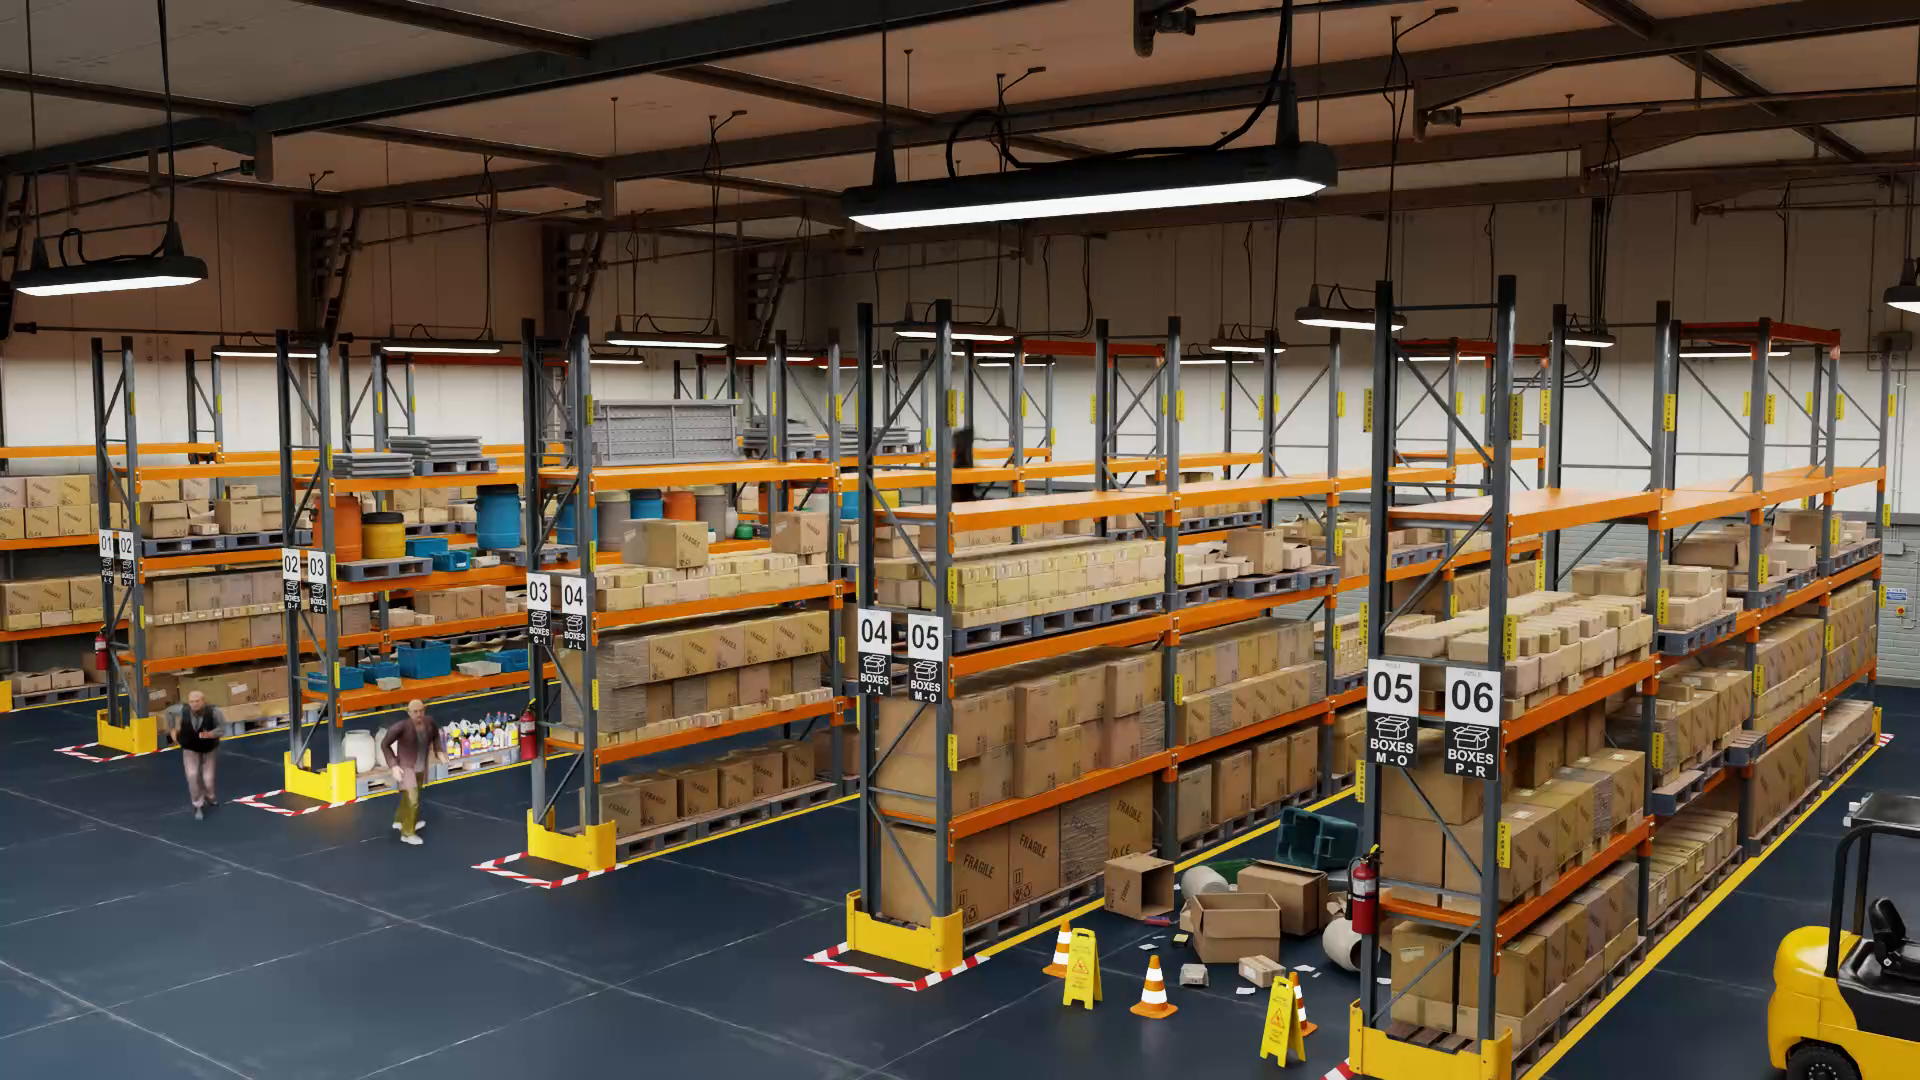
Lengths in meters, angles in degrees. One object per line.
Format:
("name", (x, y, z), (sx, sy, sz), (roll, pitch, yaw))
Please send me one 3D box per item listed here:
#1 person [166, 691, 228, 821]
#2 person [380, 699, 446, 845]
("person", (-9.332, 2.616, 20.397), (0.696, 1.650, 0.988), (-2, 5, -19))
("person", (-6.332, 2.650, 19.267), (0.957, 1.701, 0.759), (3, 6, 29))
